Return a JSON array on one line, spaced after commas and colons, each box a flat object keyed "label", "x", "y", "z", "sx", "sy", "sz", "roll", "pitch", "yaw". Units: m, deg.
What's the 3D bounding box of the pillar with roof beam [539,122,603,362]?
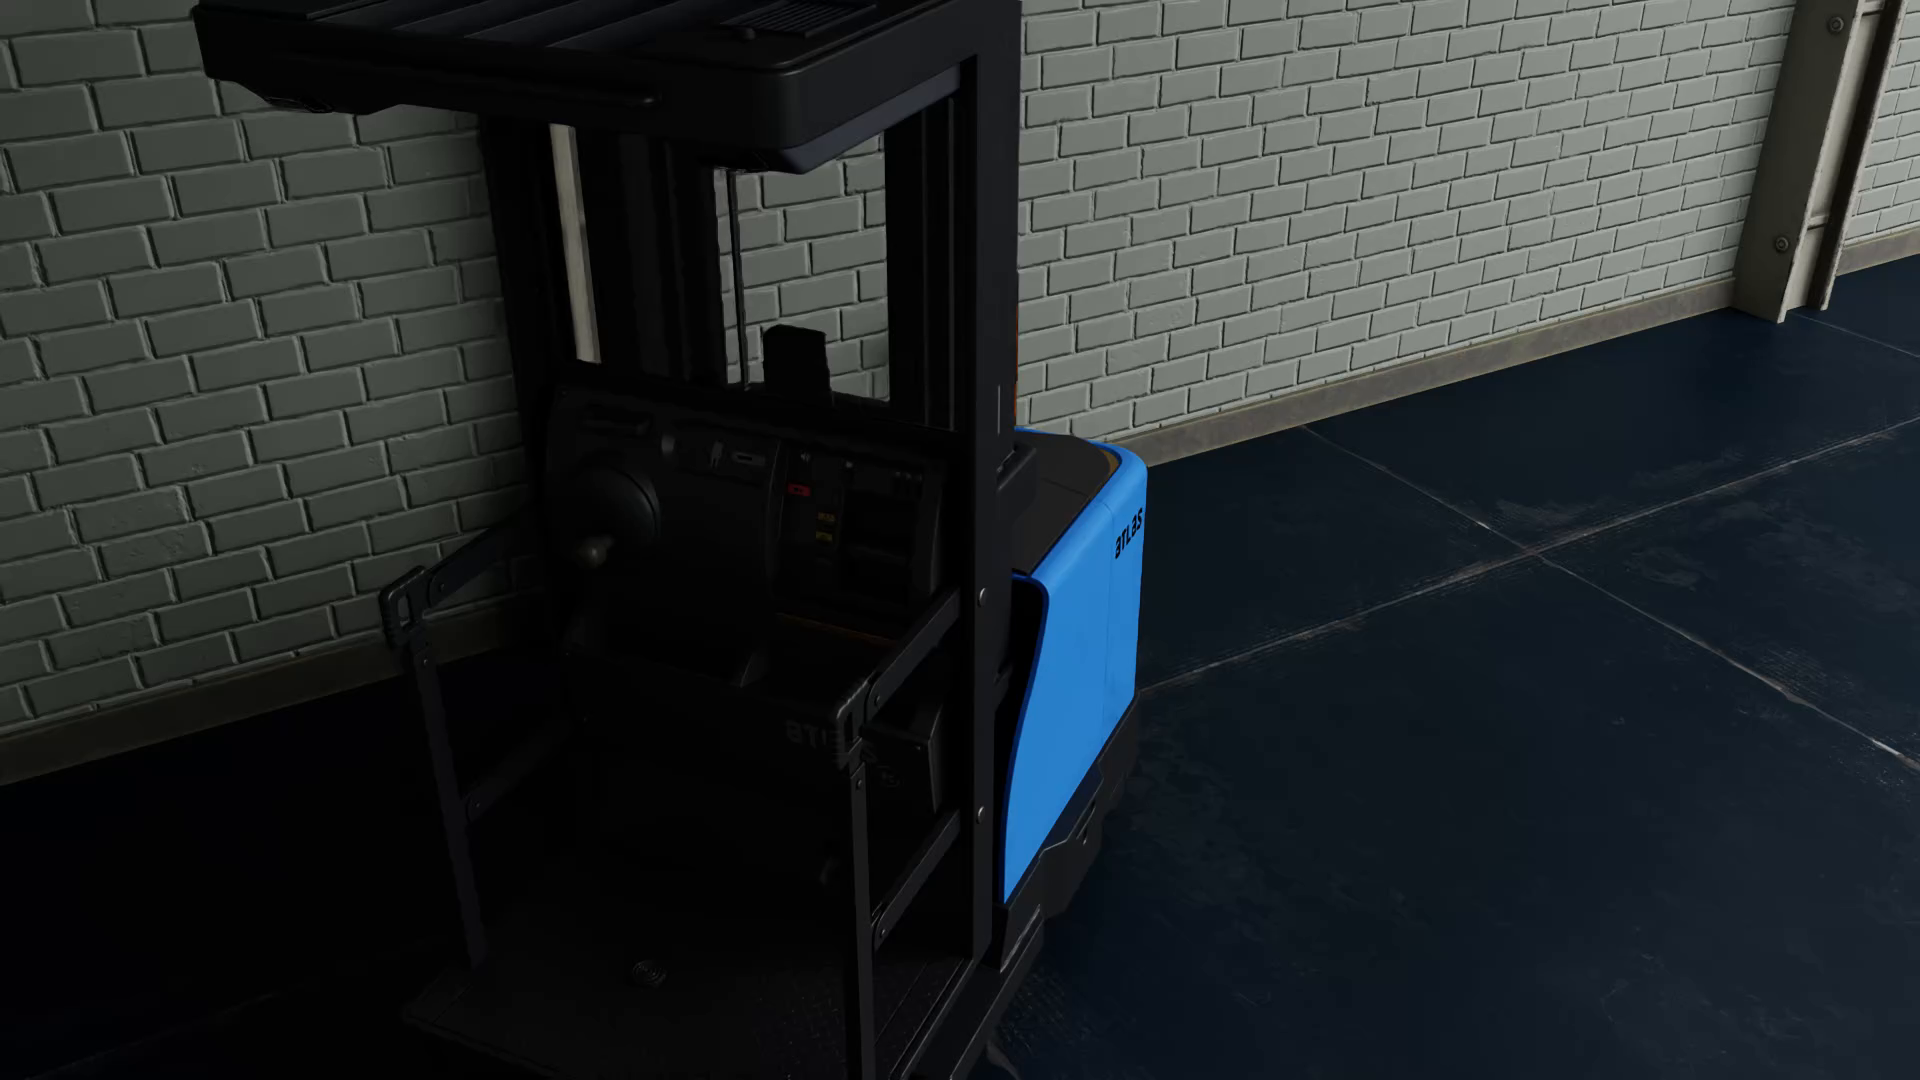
[{"label": "pillar with roof beam", "x": 1.122, "y": -1.858, "z": 0.303, "sx": 0.400, "sy": 9.000, "sz": 9.100, "roll": -16, "pitch": 33, "yaw": -26}]

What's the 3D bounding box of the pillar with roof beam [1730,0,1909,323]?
[{"label": "pillar with roof beam", "x": 6.295, "y": -3.326, "z": 2.964, "sx": 0.400, "sy": 9.000, "sz": 9.100, "roll": -16, "pitch": 33, "yaw": -26}]

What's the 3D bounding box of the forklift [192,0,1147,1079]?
[{"label": "forklift", "x": -0.545, "y": -0.033, "z": 3.276, "sx": 1.130, "sy": 2.935, "sz": 3.031, "roll": 12, "pitch": 31, "yaw": 21}]

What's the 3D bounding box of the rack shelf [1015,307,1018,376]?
[{"label": "rack shelf", "x": 0.046, "y": -0.712, "z": 5.888, "sx": 0.240, "sy": 0.259, "sz": 0.215, "roll": -16, "pitch": 33, "yaw": -26}]

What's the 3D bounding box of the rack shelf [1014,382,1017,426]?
[{"label": "rack shelf", "x": 0.046, "y": -0.463, "z": 6.025, "sx": 0.240, "sy": 0.259, "sz": 0.215, "roll": -16, "pitch": 33, "yaw": -26}]

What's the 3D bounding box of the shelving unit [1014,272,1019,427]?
[{"label": "shelving unit", "x": 0.046, "y": -0.473, "z": 6.020, "sx": 0.252, "sy": 1.050, "sz": 0.215, "roll": -16, "pitch": 33, "yaw": -26}]

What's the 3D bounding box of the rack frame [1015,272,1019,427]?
[{"label": "rack frame", "x": 0.151, "y": -0.503, "z": 6.074, "sx": 0.008, "sy": 1.050, "sz": 0.200, "roll": -16, "pitch": 33, "yaw": -26}]
